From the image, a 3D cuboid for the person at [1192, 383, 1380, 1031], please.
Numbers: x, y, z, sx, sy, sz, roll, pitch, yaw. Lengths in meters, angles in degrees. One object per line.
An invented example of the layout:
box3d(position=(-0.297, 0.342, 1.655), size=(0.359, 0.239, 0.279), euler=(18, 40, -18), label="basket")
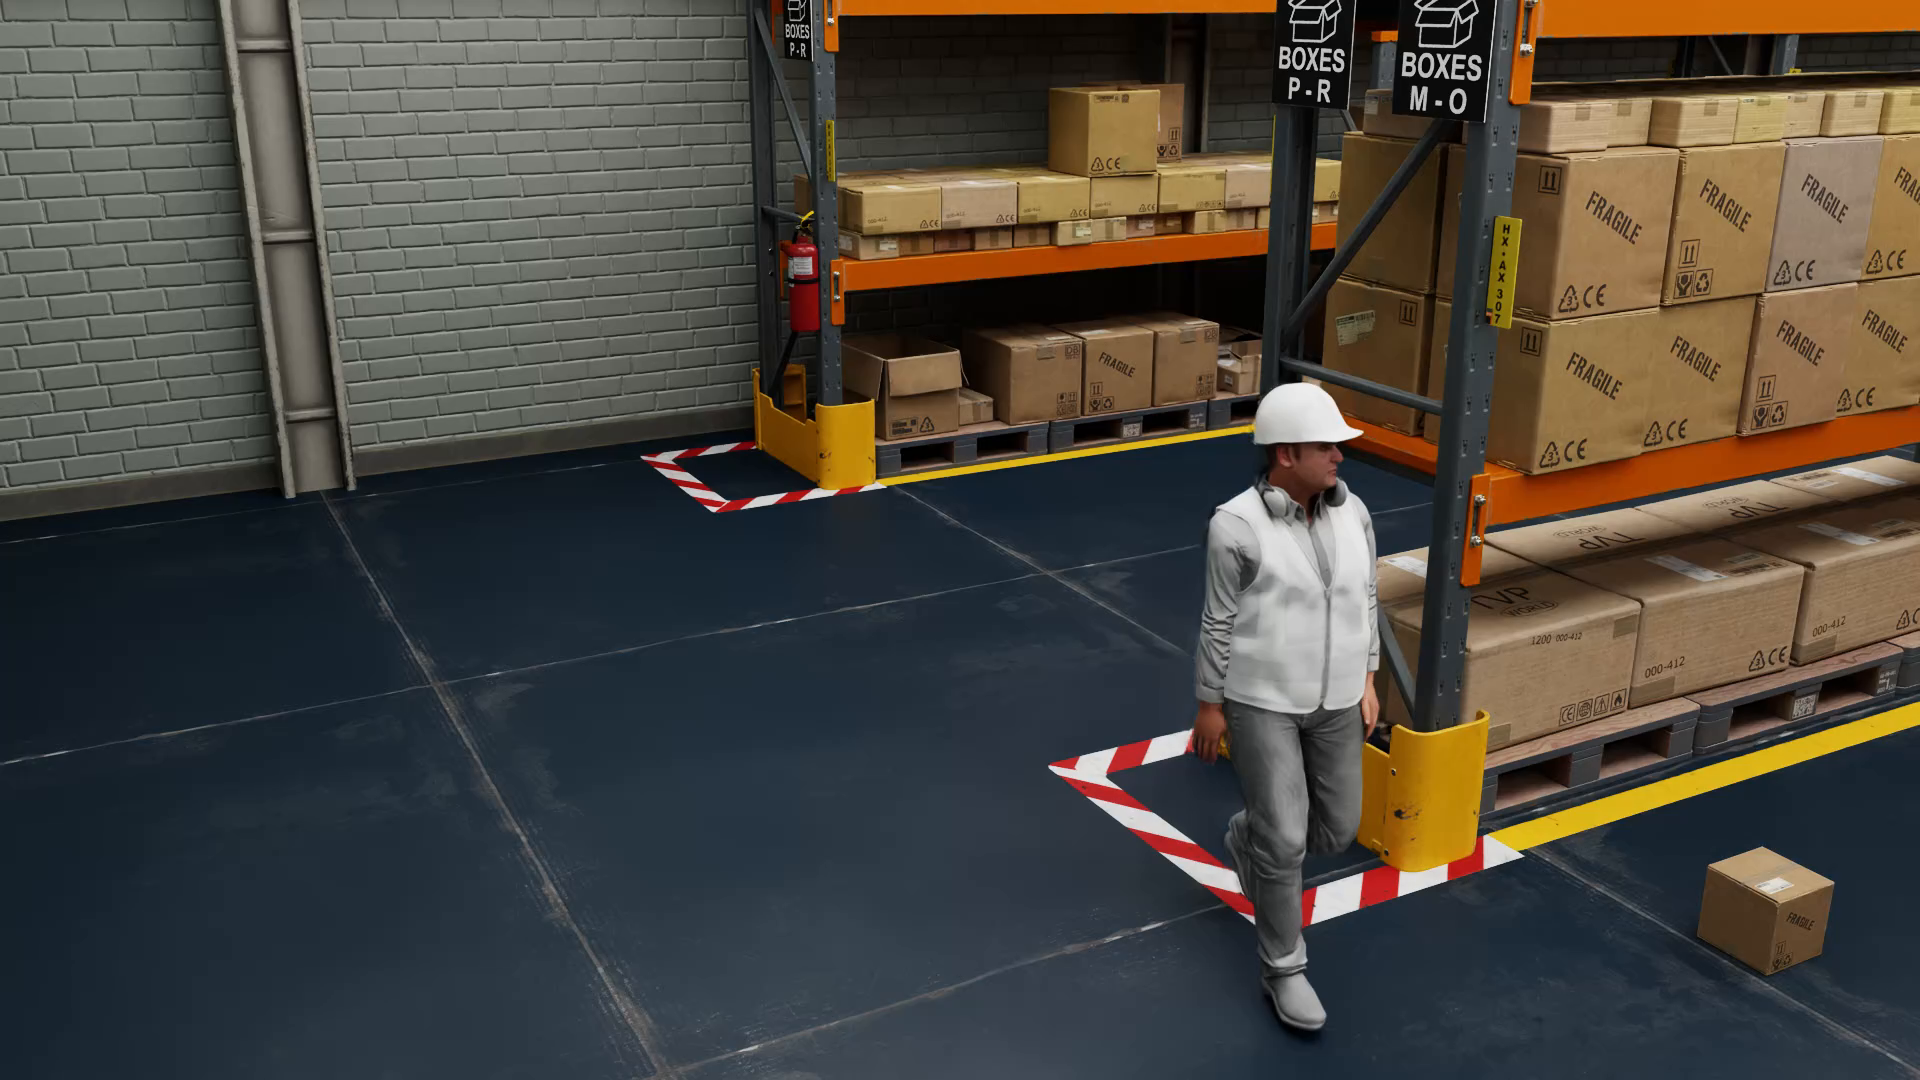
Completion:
box3d(position=(0.936, 0.424, 4.689), size=(0.561, 1.754, 0.753), euler=(-7, 19, -20), label="person")
